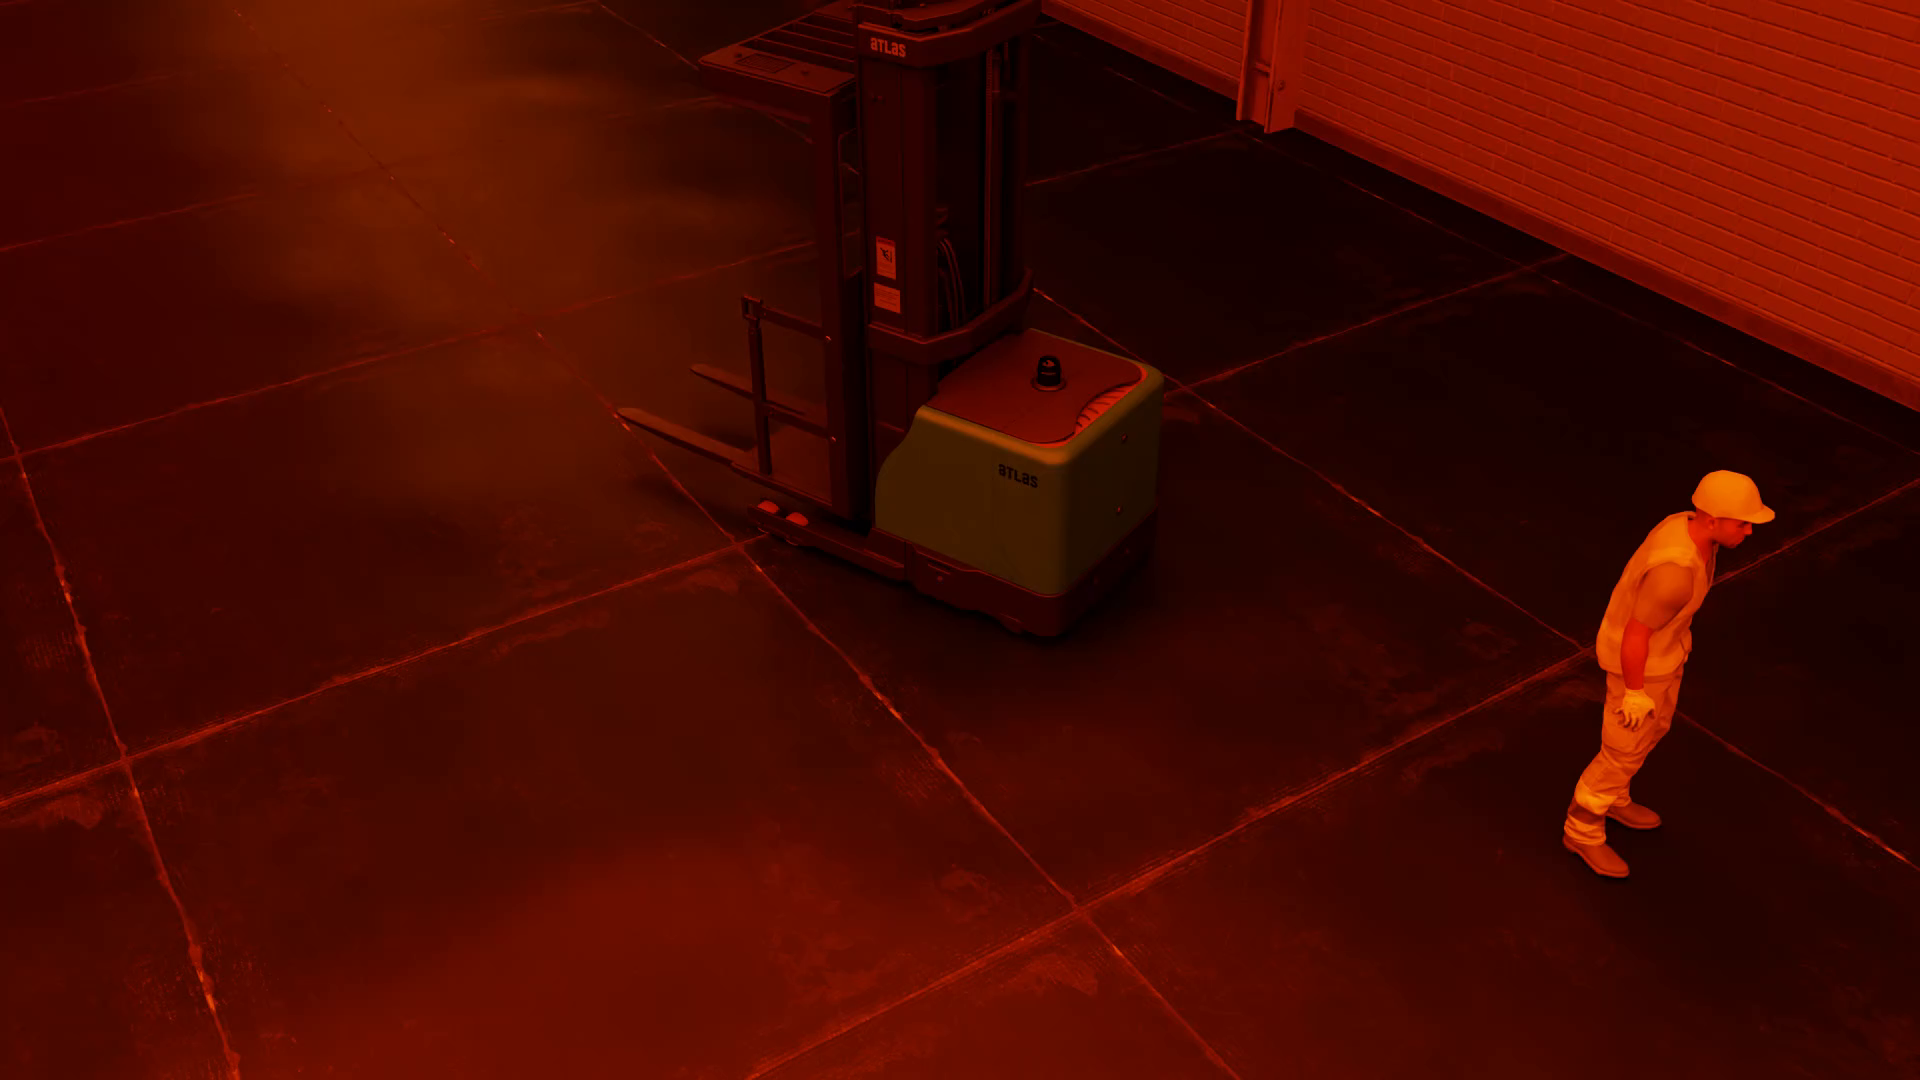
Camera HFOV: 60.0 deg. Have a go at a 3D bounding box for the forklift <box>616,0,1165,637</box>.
[{"bbox_3d":[-0.500,-1.399,8.138,3.031,2.935,1.130,22,41,28],"label":"forklift"}]

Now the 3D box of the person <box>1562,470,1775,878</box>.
[{"bbox_3d":[2.705,0.486,6.463,0.453,1.777,0.609,23,41,29],"label":"person"}]
